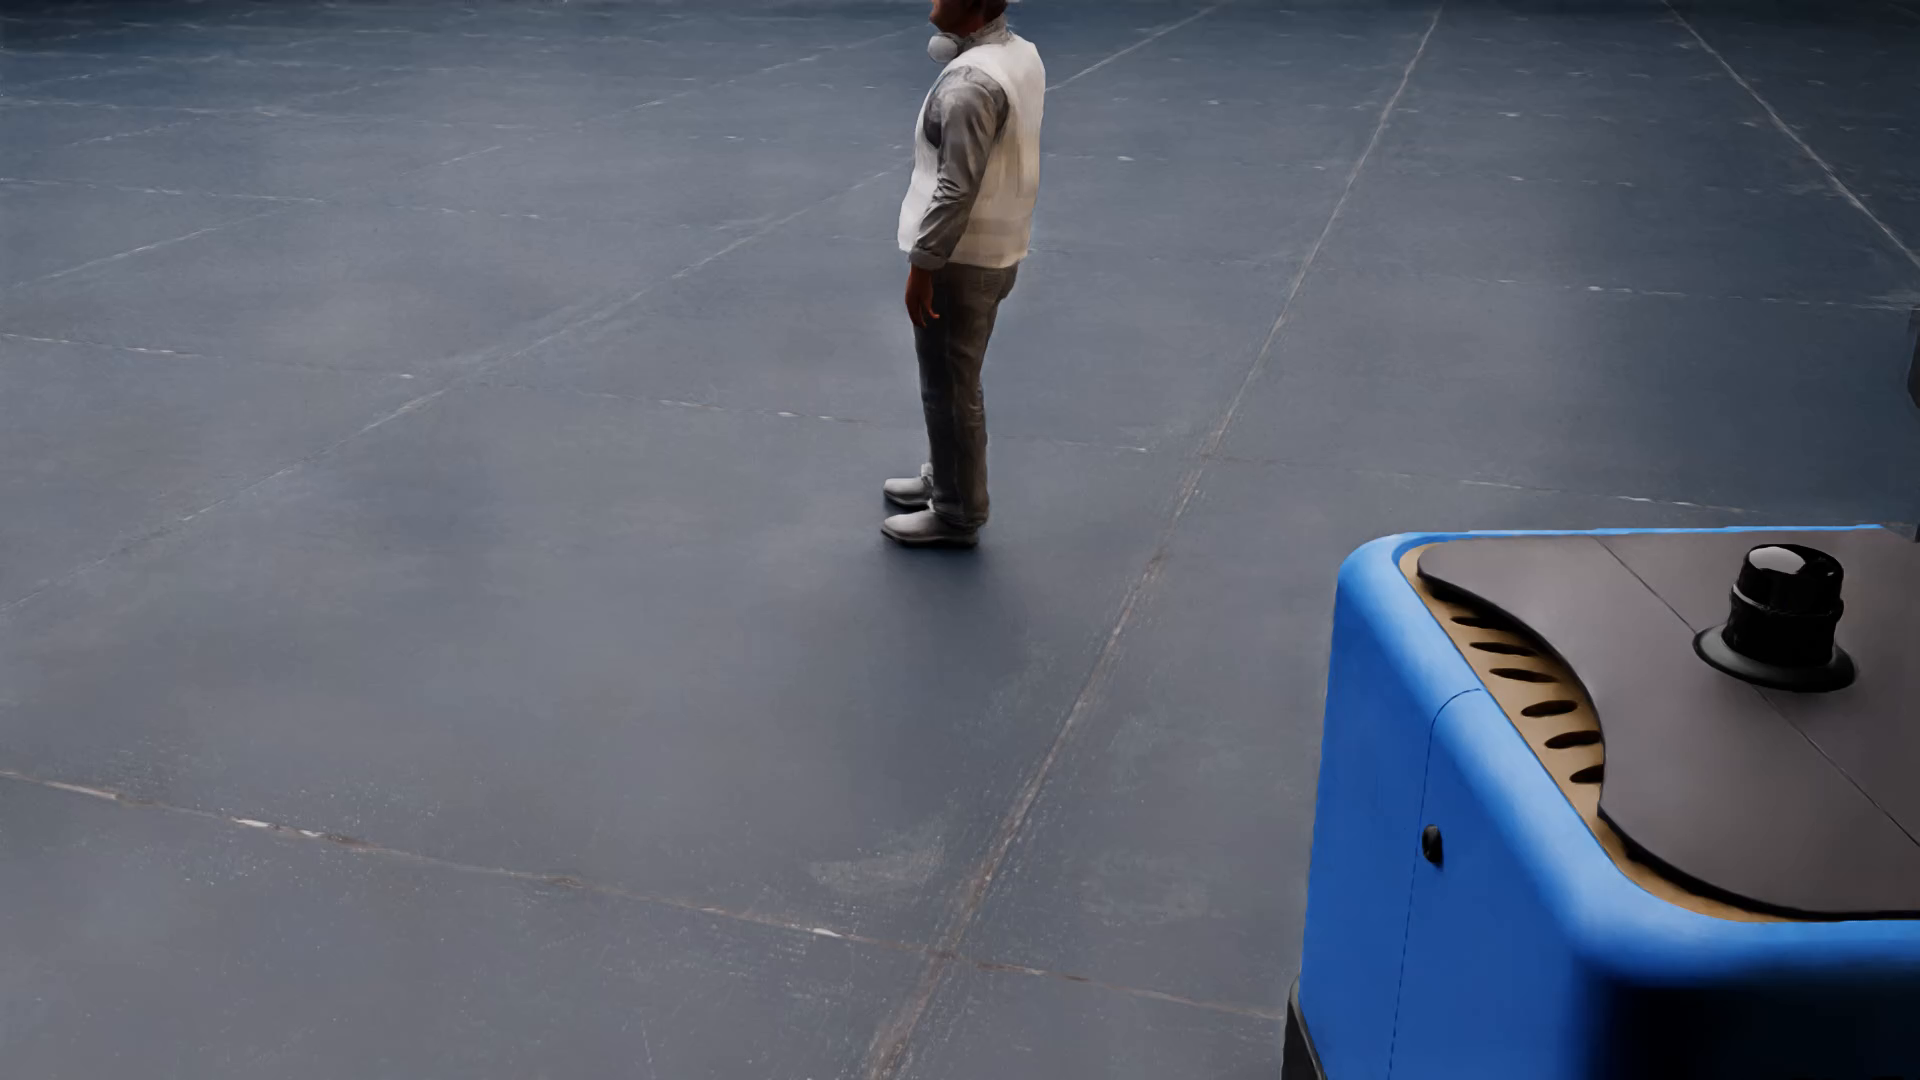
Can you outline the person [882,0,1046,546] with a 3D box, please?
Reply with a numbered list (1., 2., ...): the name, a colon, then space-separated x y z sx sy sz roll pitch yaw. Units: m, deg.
1. person: -0.057 -0.837 4.803 0.567 1.773 0.632 7 23 16
